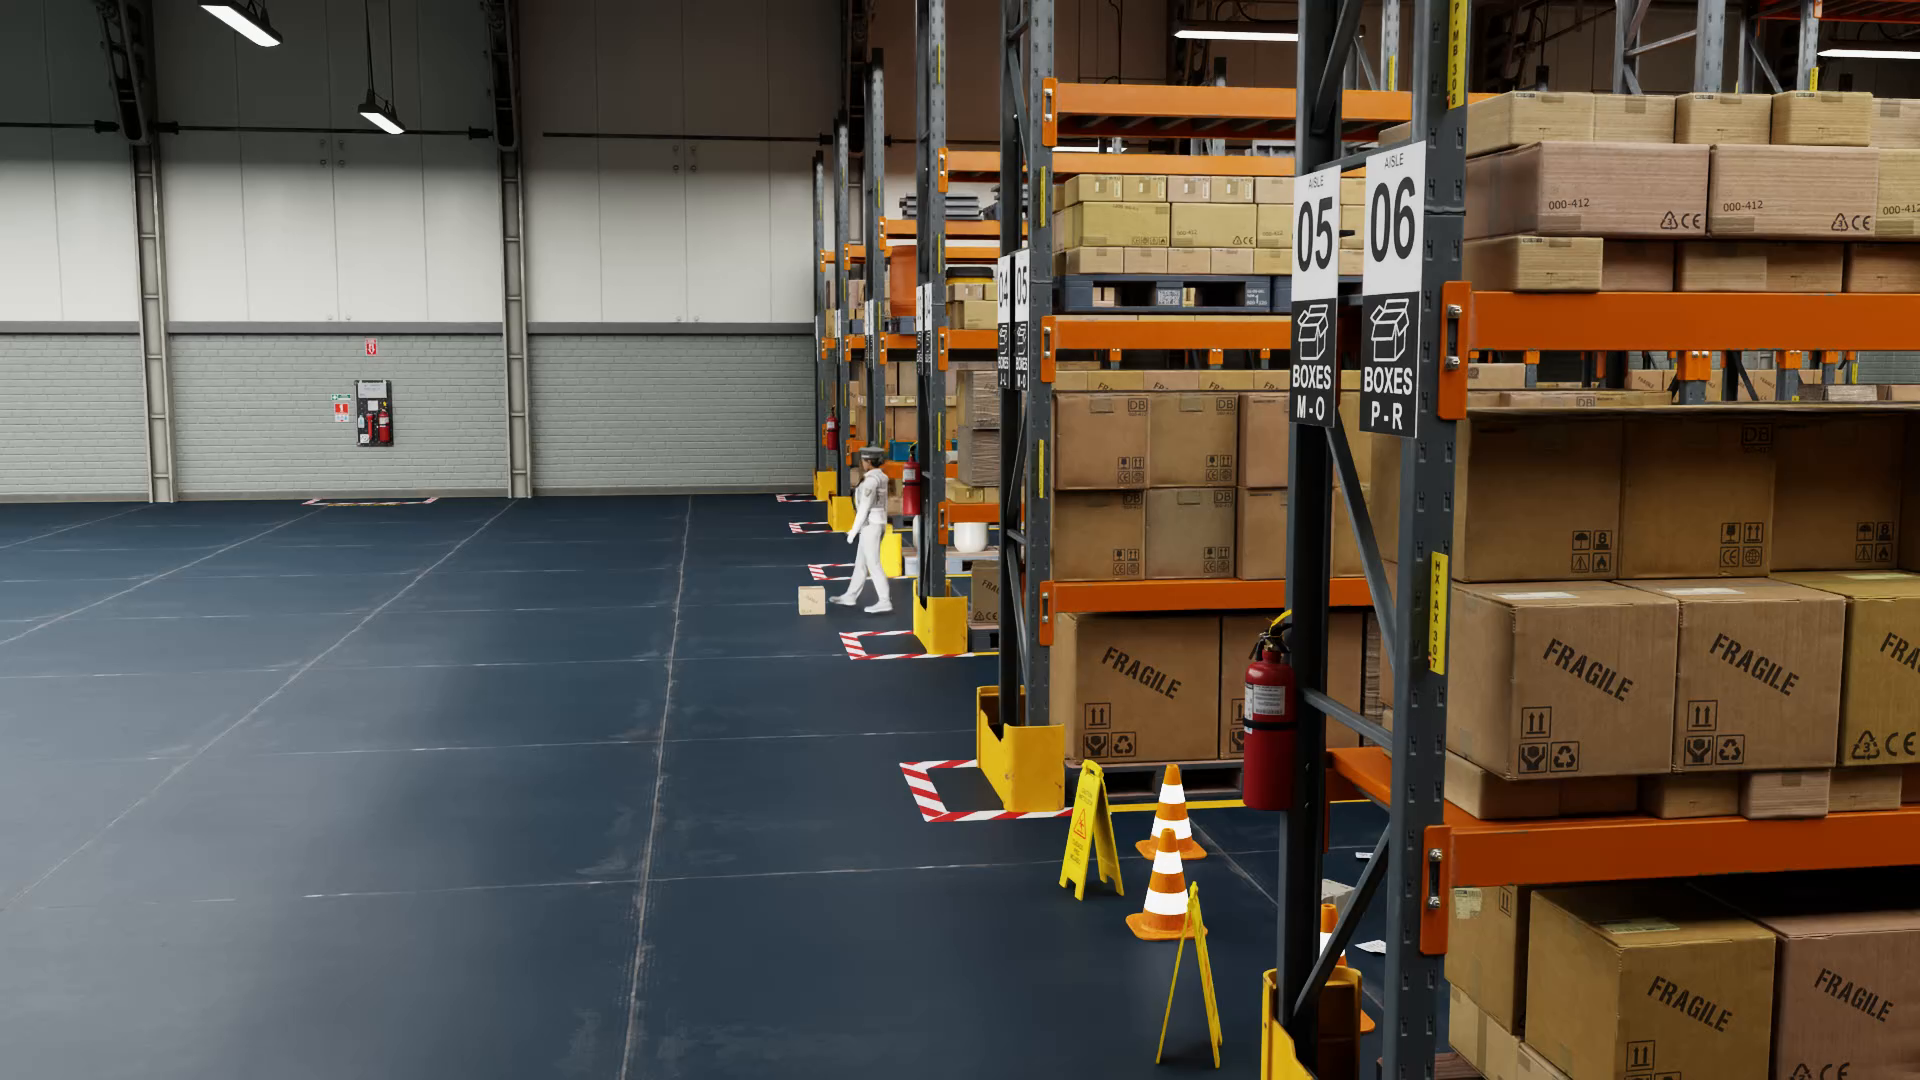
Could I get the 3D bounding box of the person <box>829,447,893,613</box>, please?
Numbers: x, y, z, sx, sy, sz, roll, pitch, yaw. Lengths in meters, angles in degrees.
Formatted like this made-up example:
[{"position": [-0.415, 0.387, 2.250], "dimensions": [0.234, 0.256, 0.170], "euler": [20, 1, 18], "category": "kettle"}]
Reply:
[{"position": [-1.016, -0.109, 16.686], "dimensions": [0.728, 1.659, 0.499], "euler": [1, 7, 12], "category": "person"}]
